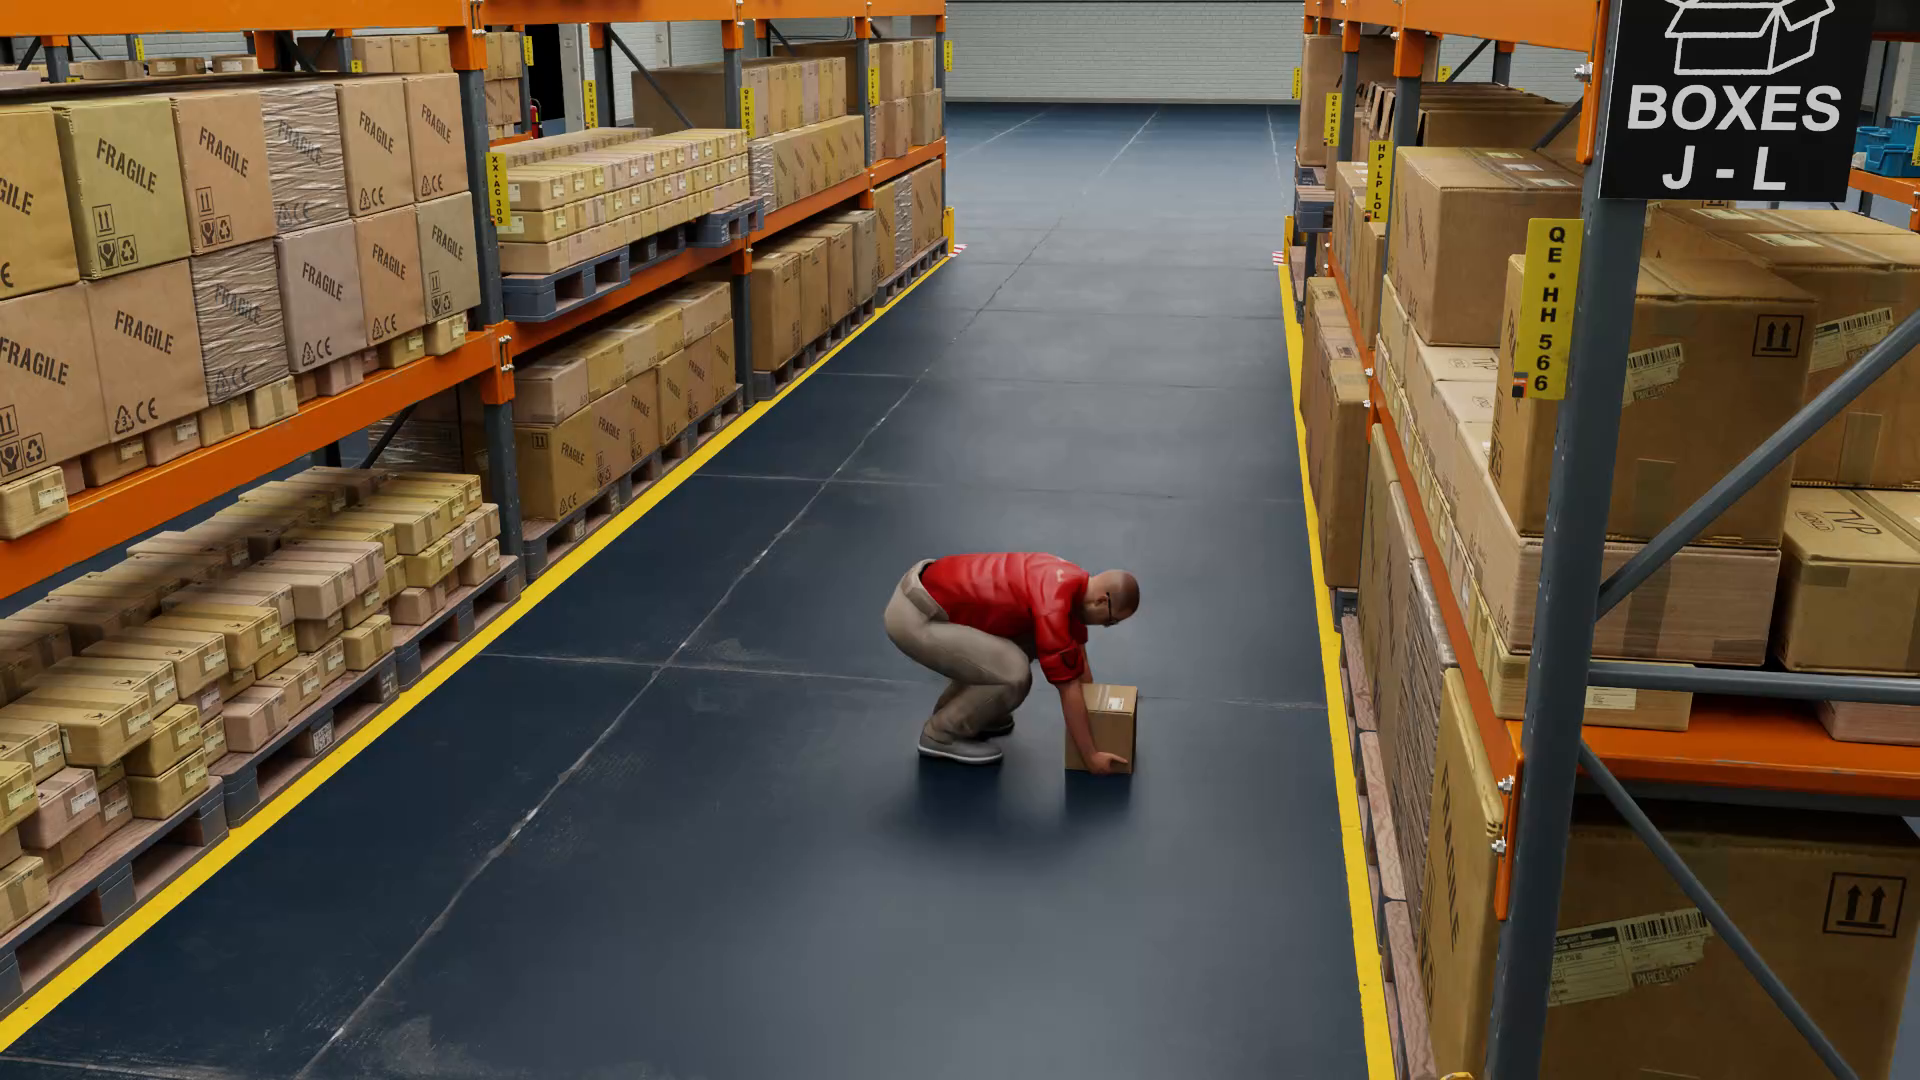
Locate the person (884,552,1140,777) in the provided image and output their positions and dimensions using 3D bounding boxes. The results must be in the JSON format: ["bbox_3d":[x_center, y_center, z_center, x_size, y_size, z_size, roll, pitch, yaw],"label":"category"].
[{"bbox_3d":[0.198,0.435,6.327,0.951,0.790,0.531,2,18,7],"label":"person"}]
